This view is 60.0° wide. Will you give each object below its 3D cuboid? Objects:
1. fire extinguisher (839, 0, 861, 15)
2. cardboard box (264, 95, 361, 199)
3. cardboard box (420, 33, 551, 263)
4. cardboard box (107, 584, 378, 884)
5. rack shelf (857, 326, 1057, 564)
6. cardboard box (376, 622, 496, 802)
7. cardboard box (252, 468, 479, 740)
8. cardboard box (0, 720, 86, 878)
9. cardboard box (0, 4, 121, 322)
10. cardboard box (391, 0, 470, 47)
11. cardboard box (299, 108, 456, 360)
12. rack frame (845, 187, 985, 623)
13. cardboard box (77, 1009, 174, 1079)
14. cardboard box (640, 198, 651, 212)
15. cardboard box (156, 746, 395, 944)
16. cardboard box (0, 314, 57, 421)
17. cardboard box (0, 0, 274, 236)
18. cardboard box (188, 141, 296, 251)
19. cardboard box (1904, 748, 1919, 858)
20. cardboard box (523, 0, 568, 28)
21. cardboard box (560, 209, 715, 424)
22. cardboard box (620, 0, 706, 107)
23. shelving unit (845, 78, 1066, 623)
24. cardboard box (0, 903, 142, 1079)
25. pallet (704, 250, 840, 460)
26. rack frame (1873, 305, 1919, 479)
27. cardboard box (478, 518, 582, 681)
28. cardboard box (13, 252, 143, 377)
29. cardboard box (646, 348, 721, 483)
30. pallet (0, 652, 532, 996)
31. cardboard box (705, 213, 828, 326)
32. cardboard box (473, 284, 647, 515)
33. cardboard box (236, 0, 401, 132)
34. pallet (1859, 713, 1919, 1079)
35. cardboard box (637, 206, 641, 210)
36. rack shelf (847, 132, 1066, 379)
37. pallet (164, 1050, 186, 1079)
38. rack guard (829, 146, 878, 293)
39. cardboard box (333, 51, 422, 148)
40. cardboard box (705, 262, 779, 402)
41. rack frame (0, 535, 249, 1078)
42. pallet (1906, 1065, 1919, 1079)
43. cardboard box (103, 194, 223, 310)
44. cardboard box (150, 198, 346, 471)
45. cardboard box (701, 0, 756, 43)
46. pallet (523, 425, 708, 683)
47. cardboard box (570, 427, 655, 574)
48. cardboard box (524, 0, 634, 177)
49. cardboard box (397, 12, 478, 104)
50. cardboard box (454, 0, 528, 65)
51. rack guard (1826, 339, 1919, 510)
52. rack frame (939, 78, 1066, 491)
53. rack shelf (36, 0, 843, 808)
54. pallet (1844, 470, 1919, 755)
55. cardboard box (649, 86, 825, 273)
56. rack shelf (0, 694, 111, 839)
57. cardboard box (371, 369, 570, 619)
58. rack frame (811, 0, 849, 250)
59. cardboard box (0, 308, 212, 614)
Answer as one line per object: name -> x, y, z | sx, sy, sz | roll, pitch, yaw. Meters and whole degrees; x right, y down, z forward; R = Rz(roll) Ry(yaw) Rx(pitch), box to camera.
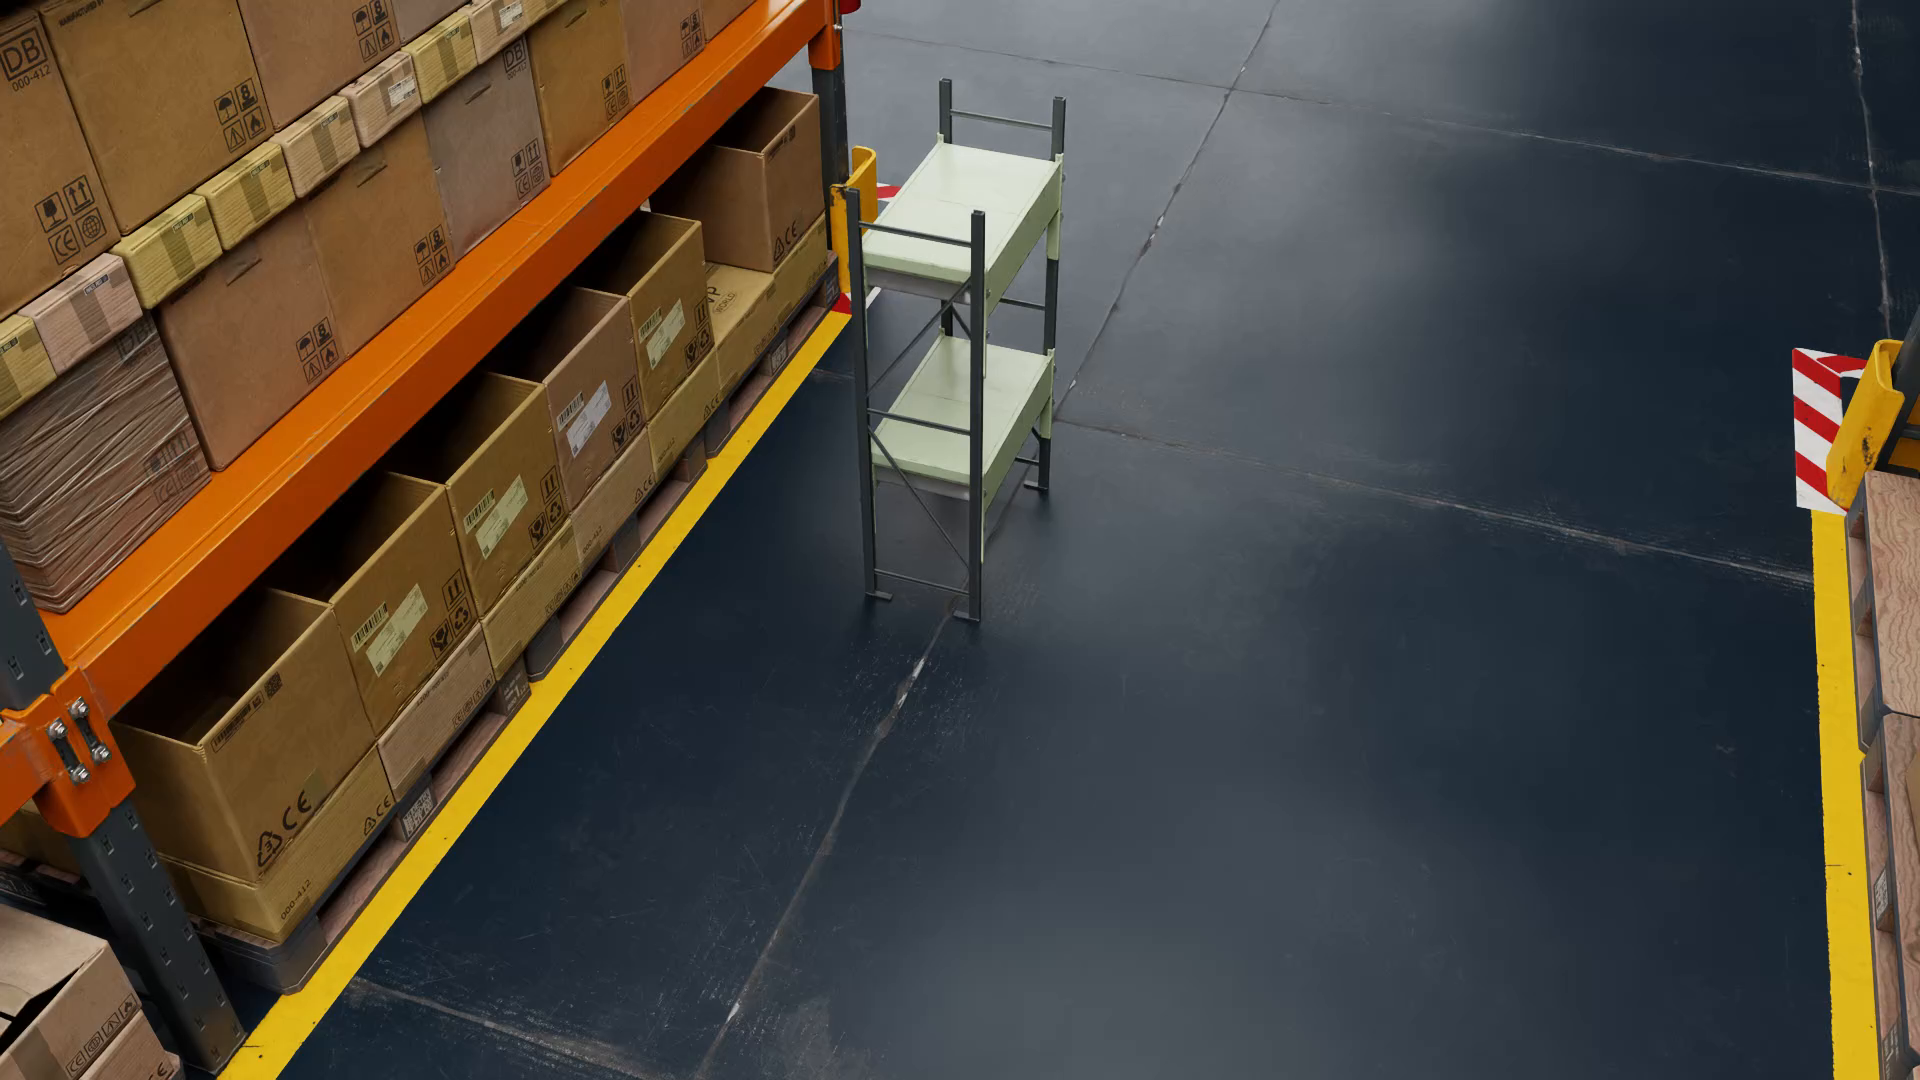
fire extinguisher -> -0.467, -2.321, 6.219 | 0.296, 0.674, 0.183 | 13, 42, 15
cardboard box -> -1.689, -0.971, 4.000 | 0.380, 0.149, 0.250 | 12, 42, 14
cardboard box -> -1.642, -1.193, 4.760 | 0.700, 0.500, 0.500 | 15, 43, 16
cardboard box -> -1.859, 0.446, 4.134 | 0.500, 0.500, 0.500 | 13, 42, 15
rack shelf -> 0.002, -0.327, 5.480 | 0.431, 0.370, 0.720 | 13, 42, 15
cardboard box -> -1.692, 0.425, 4.736 | 0.500, 0.250, 0.500 | 13, 42, 15
cardboard box -> -1.695, 0.139, 4.493 | 0.500, 0.500, 0.500 | 13, 42, 15
cardboard box -> -2.358, 0.613, 4.515 | 0.500, 0.250, 0.500 | 13, 42, 15
cardboard box -> -2.166, -0.745, 3.236 | 0.700, 0.500, 0.500 | 13, 42, 15
cardboard box -> -1.651, -1.664, 4.312 | 0.700, 0.500, 0.500 | 13, 42, 15
cardboard box -> -1.816, -0.880, 4.394 | 0.700, 0.500, 0.500 | 14, 42, 16
rack frame -> -0.123, -0.351, 5.006 | 0.400, 1.500, 0.023 | 13, 42, 15
cardboard box -> -2.181, 1.262, 3.755 | 0.500, 0.250, 0.500 | 13, 42, 15
cardboard box -> -1.336, -1.218, 6.661 | 0.500, 0.250, 0.500 | 13, 42, 15
cardboard box -> -1.868, 0.729, 4.380 | 0.500, 0.250, 0.500 | 13, 42, 15
cardboard box -> -2.038, -0.348, 3.270 | 0.380, 0.149, 0.250 | 13, 42, 15
cardboard box -> -1.994, -1.054, 3.598 | 0.700, 0.500, 0.500 | 13, 42, 15
cardboard box -> -1.777, -0.819, 3.822 | 0.380, 0.149, 0.250 | 13, 42, 15
cardboard box -> 2.899, 0.685, 4.223 | 0.700, 0.500, 0.500 | 11, 42, 12
cardboard box -> -1.337, -1.601, 4.739 | 0.380, 0.149, 0.250 | 14, 43, 16
cardboard box -> -1.176, -0.774, 5.564 | 0.500, 0.500, 0.500 | 13, 42, 15
cardboard box -> -1.291, -1.816, 5.491 | 0.700, 0.500, 0.500 | 14, 43, 16
shelving unit -> 0.002, -0.575, 5.268 | 0.431, 1.500, 0.755 | 13, 42, 15
cardboard box -> -2.181, 1.042, 3.581 | 0.500, 0.311, 0.500 | 13, 42, 15
pallet -> -1.166, -0.845, 6.578 | 1.003, 0.211, 1.213 | 13, 42, 15
rack frame -> 3.713, -1.284, 4.944 | 1.000, 3.000, 0.127 | 13, 42, 15
cardboard box -> -1.517, 0.121, 5.092 | 0.500, 0.250, 0.500 | 13, 42, 15
cardboard box -> -1.952, -0.501, 3.449 | 0.380, 0.149, 0.250 | 14, 42, 16
cardboard box -> -1.179, -0.490, 5.808 | 0.500, 0.250, 0.500 | 13, 42, 15
pallet -> -2.000, 0.643, 4.833 | 1.003, 0.211, 1.213 | 13, 42, 15
cardboard box -> -0.850, -1.103, 6.526 | 0.500, 0.250, 0.500 | 13, 42, 15
cardboard box -> -1.348, -0.470, 5.206 | 0.500, 0.500, 0.500 | 13, 42, 15
cardboard box -> -1.822, -1.359, 3.956 | 0.700, 0.500, 0.500 | 13, 42, 15
pallet -> 2.957, 1.052, 4.354 | 1.003, 0.211, 1.213 | 13, 42, 15
cardboard box -> -1.505, -1.197, 6.060 | 0.500, 0.500, 0.500 | 13, 42, 15
rack shelf -> 0.002, -0.872, 5.015 | 0.431, 0.370, 0.720 | 13, 42, 15
pallet -> -2.527, 1.577, 3.739 | 1.003, 0.211, 1.213 | 13, 42, 15
rack guard -> -0.936, -1.445, 7.059 | 1.175, 0.500, 0.348 | 13, 42, 15
cardboard box -> -1.601, -1.134, 4.192 | 0.380, 0.149, 0.250 | 12, 42, 14
cardboard box -> -1.009, -0.795, 6.166 | 0.500, 0.250, 0.500 | 13, 42, 15
rack frame -> -2.312, 0.058, 3.371 | 1.000, 3.000, 0.127 | 13, 42, 15
pallet -> 2.541, 1.799, 3.479 | 1.003, 0.211, 1.213 | 13, 42, 15
cardboard box -> -1.865, -0.659, 3.634 | 0.380, 0.149, 0.250 | 12, 42, 14
cardboard box -> -1.992, -0.575, 4.036 | 0.700, 0.500, 0.500 | 13, 42, 15
cardboard box -> -1.115, -2.138, 5.867 | 0.700, 0.500, 0.500 | 13, 42, 15
pallet -> -1.585, -0.103, 5.709 | 1.003, 0.211, 1.213 | 13, 42, 15
cardboard box -> -1.351, -0.185, 5.451 | 0.500, 0.250, 0.500 | 13, 42, 15
cardboard box -> -1.466, -1.515, 5.137 | 0.700, 0.500, 0.500 | 14, 42, 15
cardboard box -> -1.511, -1.293, 4.378 | 0.380, 0.149, 0.250 | 13, 42, 15
cardboard box -> -1.424, -1.444, 4.555 | 0.380, 0.149, 0.250 | 13, 42, 14
rack guard -> 3.687, -0.287, 5.701 | 1.175, 0.500, 0.348 | 13, 42, 15
rack frame -> 0.127, -0.798, 5.530 | 0.400, 1.500, 0.023 | 13, 42, 15
rack shelf -> -1.628, -0.888, 5.034 | 1.077, 0.370, 4.000 | 13, 42, 15
pallet -> 3.376, 0.310, 5.223 | 1.003, 0.211, 1.213 | 13, 42, 15
cardboard box -> -0.848, -1.387, 6.282 | 0.500, 0.500, 0.500 | 13, 42, 15
rack shelf -> -2.996, 1.552, 2.174 | 1.077, 0.370, 4.000 | 13, 42, 15
cardboard box -> -1.517, -0.164, 4.849 | 0.500, 0.500, 0.500 | 13, 42, 15
rack frame -> -0.944, -2.382, 6.230 | 1.000, 3.000, 0.127 | 13, 42, 15
cardboard box -> -2.166, -0.252, 3.657 | 0.700, 0.500, 0.500 | 12, 42, 14
